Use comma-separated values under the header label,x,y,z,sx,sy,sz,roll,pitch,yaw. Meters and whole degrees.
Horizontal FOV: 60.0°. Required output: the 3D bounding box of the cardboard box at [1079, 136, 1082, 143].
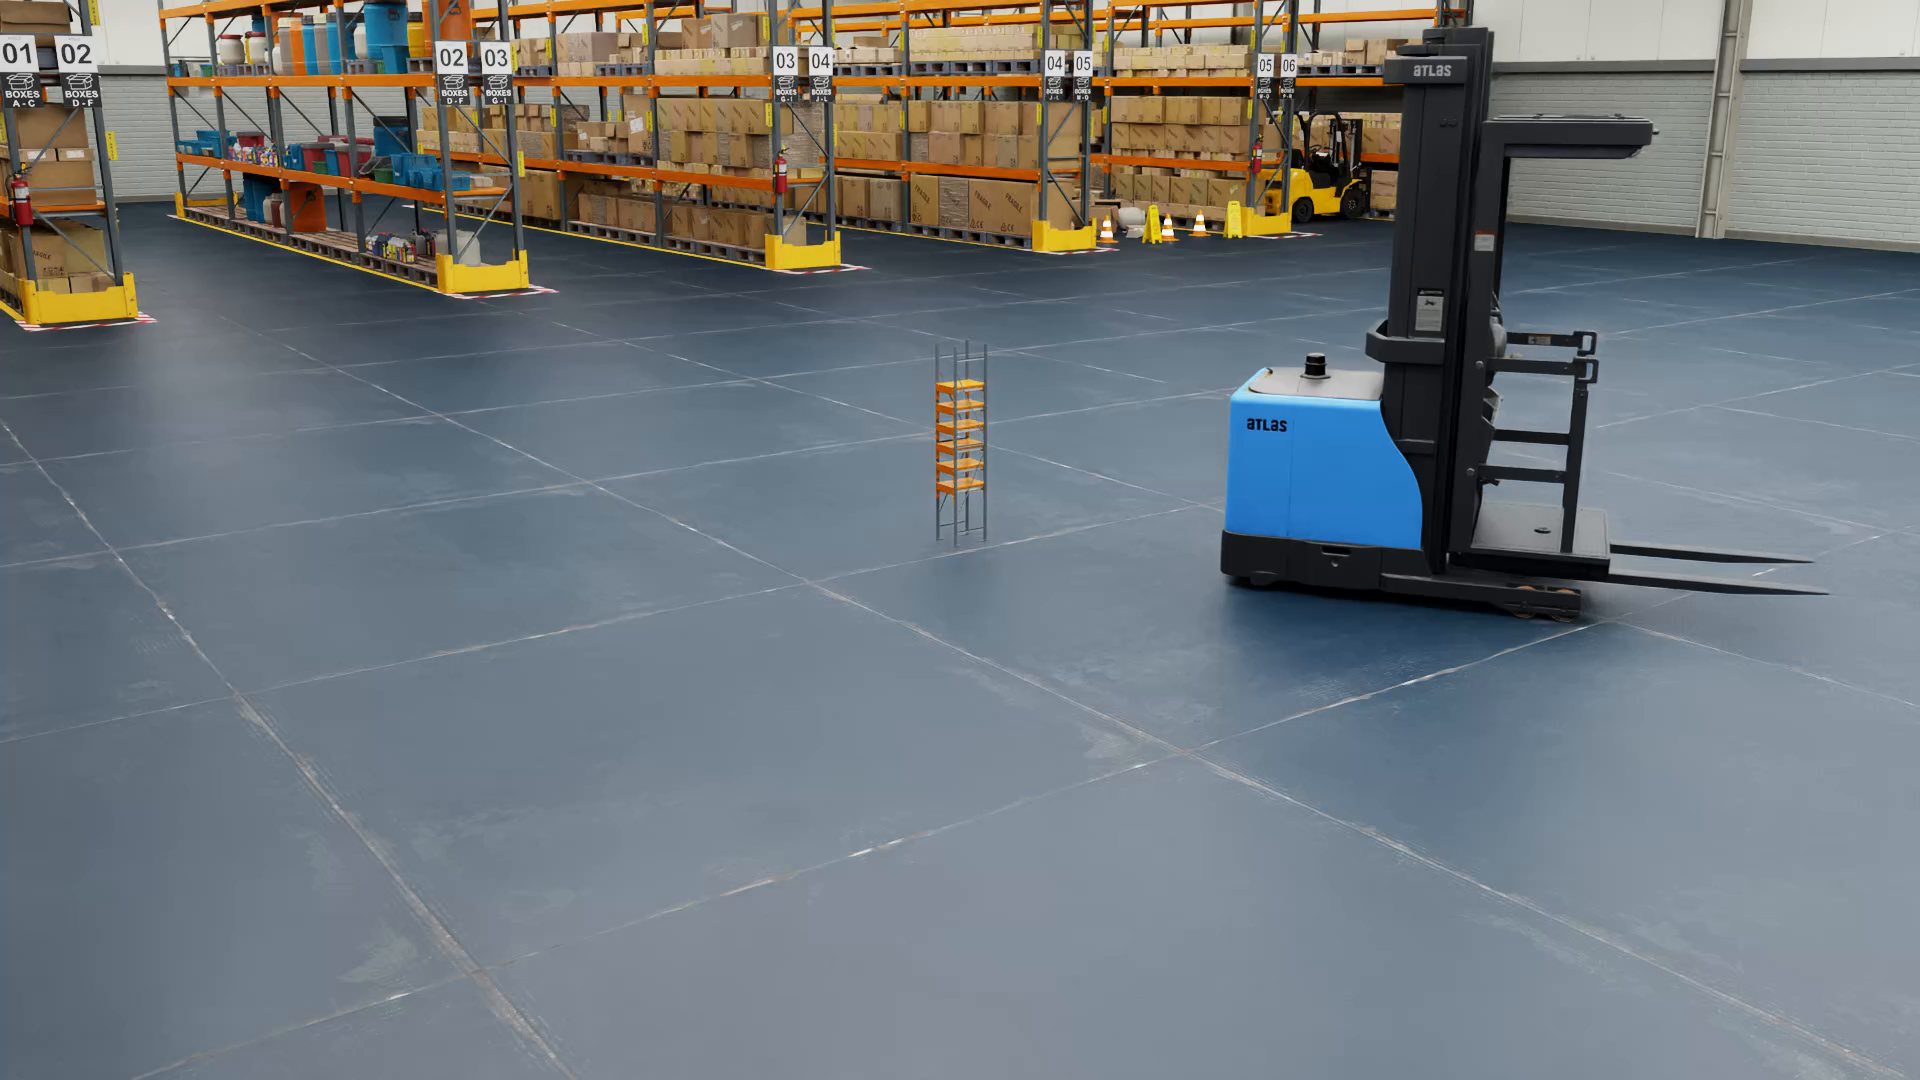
label,x,y,z,sx,sy,sz,roll,pitch,yaw
cardboard box,2.664,-8.191,34.000,0.380,0.149,0.250,-12,19,-36

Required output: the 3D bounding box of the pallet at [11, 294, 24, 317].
label,x,y,z,sx,sy,sz,roll,pitch,yaw
pallet,-10.832,-2.866,20.147,1.003,0.211,1.213,-11,19,-35

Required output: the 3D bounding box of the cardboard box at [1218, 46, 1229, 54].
label,x,y,z,sx,sy,sz,roll,pitch,yaw
cardboard box,4.959,-8.978,30.481,0.380,0.149,0.250,-11,19,-35

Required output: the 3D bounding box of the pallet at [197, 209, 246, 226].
label,x,y,z,sx,sy,sz,roll,pitch,yaw
pallet,-14.581,-6.451,33.247,1.003,0.211,1.213,-11,19,-35

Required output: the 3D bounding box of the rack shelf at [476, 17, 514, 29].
label,x,y,z,sx,sy,sz,roll,pitch,yaw
rack shelf,-10.565,-10.934,35.100,1.077,0.370,4.000,-11,19,-35

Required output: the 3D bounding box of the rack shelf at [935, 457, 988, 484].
label,x,y,z,sx,sy,sz,roll,pitch,yaw
rack shelf,0.009,-0.417,9.950,0.258,0.103,0.180,-11,19,-35

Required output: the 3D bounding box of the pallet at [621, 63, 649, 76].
label,x,y,z,sx,sy,sz,roll,pitch,yaw
pallet,-4.962,-7.950,28.113,1.213,0.211,1.003,-11,19,-35

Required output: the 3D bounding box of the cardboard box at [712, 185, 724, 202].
label,x,y,z,sx,sy,sz,roll,pitch,yaw
cardboard box,-5.098,-7.700,36.465,0.500,0.500,0.500,-10,18,-32

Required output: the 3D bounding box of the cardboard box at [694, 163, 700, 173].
label,x,y,z,sx,sy,sz,roll,pitch,yaw
cardboard box,-4.047,-5.968,26.675,0.380,0.149,0.250,-11,19,-35

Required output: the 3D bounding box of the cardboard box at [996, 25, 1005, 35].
label,x,y,z,sx,sy,sz,roll,pitch,yaw
cardboard box,0.816,-8.483,27.686,0.380,0.149,0.250,-10,18,-34

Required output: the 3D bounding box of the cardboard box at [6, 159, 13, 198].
label,x,y,z,sx,sy,sz,roll,pitch,yaw
cardboard box,-11.213,-4.422,20.362,0.700,0.500,0.500,-11,19,-34

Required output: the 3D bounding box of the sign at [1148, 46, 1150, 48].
label,x,y,z,sx,sy,sz,roll,pitch,yaw
sign,3.765,-9.765,33.411,0.100,0.325,0.005,-11,19,-35

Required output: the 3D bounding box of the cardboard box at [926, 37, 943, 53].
label,x,y,z,sx,sy,sz,roll,pitch,yaw
cardboard box,-0.255,-8.707,29.259,0.500,0.250,0.500,-11,19,-35

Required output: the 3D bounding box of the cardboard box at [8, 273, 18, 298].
label,x,y,z,sx,sy,sz,roll,pitch,yaw
cardboard box,-11.207,-3.104,20.148,0.500,0.250,0.500,-11,19,-35

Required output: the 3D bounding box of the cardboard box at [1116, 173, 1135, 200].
label,x,y,z,sx,sy,sz,roll,pitch,yaw
cardboard box,3.459,-7.053,33.157,0.500,0.500,0.500,-10,18,-32

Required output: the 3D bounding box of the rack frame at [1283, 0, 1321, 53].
label,x,y,z,sx,sy,sz,roll,pitch,yaw
rack frame,7.343,-11.648,35.588,1.000,3.000,0.127,-11,19,-35

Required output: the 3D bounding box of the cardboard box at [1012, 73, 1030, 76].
label,x,y,z,sx,sy,sz,roll,pitch,yaw
cardboard box,1.528,-10.128,35.528,0.700,0.500,0.500,-11,19,-35

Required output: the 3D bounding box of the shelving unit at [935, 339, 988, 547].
label,x,y,z,sx,sy,sz,roll,pitch,yaw
shelving unit,0.009,-0.576,9.906,0.258,1.200,0.189,-11,19,-35

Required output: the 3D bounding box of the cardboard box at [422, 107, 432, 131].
label,x,y,z,sx,sy,sz,roll,pitch,yaw
cardboard box,-11.383,-9.189,36.268,0.500,0.500,0.500,-11,19,-36

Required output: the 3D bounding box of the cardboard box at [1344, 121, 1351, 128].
label,x,y,z,sx,sy,sz,roll,pitch,yaw
cardboard box,8.211,-8.673,34.665,0.380,0.149,0.250,-11,19,-36

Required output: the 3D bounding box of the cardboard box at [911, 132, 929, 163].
label,x,y,z,sx,sy,sz,roll,pitch,yaw
cardboard box,-0.387,-7.189,30.375,0.875,0.550,0.550,-11,19,-35

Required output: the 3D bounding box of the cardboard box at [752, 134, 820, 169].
label,x,y,z,sx,sy,sz,roll,pitch,yaw
cardboard box,-2.635,-5.904,25.213,0.875,0.500,0.500,-11,19,-35

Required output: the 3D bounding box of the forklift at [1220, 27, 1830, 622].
label,x,y,z,sx,sy,sz,roll,pitch,yaw
forklift,3.011,-1.150,8.727,3.031,2.935,1.130,5,16,19

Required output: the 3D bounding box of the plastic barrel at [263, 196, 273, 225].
label,x,y,z,sx,sy,sz,roll,pitch,yaw
plastic barrel,-12.413,-5.983,30.170,0.421,0.512,0.421,0,15,0

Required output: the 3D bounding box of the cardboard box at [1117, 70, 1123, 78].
label,x,y,z,sx,sy,sz,roll,pitch,yaw
cardboard box,3.315,-9.203,32.813,0.380,0.149,0.250,-11,19,-35

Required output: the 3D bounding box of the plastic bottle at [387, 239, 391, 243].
label,x,y,z,sx,sy,sz,roll,pitch,yaw
plastic bottle,-8.325,-4.270,24.329,0.097,0.271,0.097,0,15,0

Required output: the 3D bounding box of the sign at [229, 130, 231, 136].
label,x,y,z,sx,sy,sz,roll,pitch,yaw
sign,-15.312,-8.406,34.798,0.100,0.325,0.005,-11,19,-35

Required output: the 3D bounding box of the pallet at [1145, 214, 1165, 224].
label,x,y,z,sx,sy,sz,roll,pitch,yaw
pallet,3.754,-6.500,33.426,1.003,0.211,1.213,-11,19,-35

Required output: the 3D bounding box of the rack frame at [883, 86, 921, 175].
label,x,y,z,sx,sy,sz,roll,pitch,yaw
rack frame,-1.373,-9.691,39.803,1.000,3.000,0.127,-11,19,-35

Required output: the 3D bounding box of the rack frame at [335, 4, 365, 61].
label,x,y,z,sx,sy,sz,roll,pitch,yaw
rack frame,-8.692,-8.570,24.341,1.000,3.000,0.127,-11,19,-35

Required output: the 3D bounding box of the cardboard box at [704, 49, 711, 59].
label,x,y,z,sx,sy,sz,roll,pitch,yaw
cardboard box,-3.767,-7.572,25.907,0.380,0.149,0.250,-10,18,-33

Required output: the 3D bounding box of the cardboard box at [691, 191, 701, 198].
label,x,y,z,sx,sy,sz,roll,pitch,yaw
cardboard box,-5.824,-7.760,37.351,0.380,0.149,0.250,-11,19,-34

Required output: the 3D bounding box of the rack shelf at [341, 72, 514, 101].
label,x,y,z,sx,sy,sz,roll,pitch,yaw
rack shelf,-7.516,-6.349,23.272,1.077,0.370,4.000,-11,19,-35

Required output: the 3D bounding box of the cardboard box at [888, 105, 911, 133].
label,x,y,z,sx,sy,sz,roll,pitch,yaw
cardboard box,-0.911,-7.829,30.915,0.700,0.500,0.500,-11,19,-35

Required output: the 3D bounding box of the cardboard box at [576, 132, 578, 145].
label,x,y,z,sx,sy,sz,roll,pitch,yaw
cardboard box,-7.103,-7.493,31.583,0.500,0.500,0.500,-10,18,-33

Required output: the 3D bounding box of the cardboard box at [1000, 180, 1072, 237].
label,x,y,z,sx,sy,sz,roll,pitch,yaw
cardboard box,1.286,-5.651,28.272,0.875,0.875,0.875,-11,19,-34

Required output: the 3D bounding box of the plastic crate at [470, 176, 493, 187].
label,x,y,z,sx,sy,sz,roll,pitch,yaw
plastic crate,-6.606,-4.936,22.928,0.298,0.136,0.250,-11,19,-35

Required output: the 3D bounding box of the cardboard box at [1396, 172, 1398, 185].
label,x,y,z,sx,sy,sz,roll,pitch,yaw
cardboard box,9.172,-7.309,33.617,0.500,0.250,0.500,-10,18,-33

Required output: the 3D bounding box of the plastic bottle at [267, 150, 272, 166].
label,x,y,z,sx,sy,sz,roll,pitch,yaw
plastic bottle,-11.930,-6.607,28.777,0.097,0.271,0.097,0,15,0

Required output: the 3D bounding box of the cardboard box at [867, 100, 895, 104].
label,x,y,z,sx,sy,sz,roll,pitch,yaw
cardboard box,-1.874,-10.280,39.870,0.500,0.500,0.500,-11,19,-35

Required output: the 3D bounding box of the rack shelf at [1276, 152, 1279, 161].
label,x,y,z,sx,sy,sz,roll,pitch,yaw
rack shelf,6.168,-8.835,38.035,1.077,0.370,4.000,-11,19,-35

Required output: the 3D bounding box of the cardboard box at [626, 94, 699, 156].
label,x,y,z,sx,sy,sz,roll,pitch,yaw
cardboard box,-5.039,-7.128,28.506,1.000,1.000,1.000,-11,19,-34

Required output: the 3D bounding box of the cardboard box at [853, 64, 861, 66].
label,x,y,z,sx,sy,sz,roll,pitch,yaw
cardboard box,-2.192,-11.722,40.359,0.797,0.503,0.637,-9,18,-30

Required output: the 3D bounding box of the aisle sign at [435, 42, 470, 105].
label,x,y,z,sx,sy,sz,roll,pitch,yaw
aisle sign,-6.538,-6.014,21.444,0.394,0.787,0.004,-11,19,-35

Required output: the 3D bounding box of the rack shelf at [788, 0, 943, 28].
label,x,y,z,sx,sy,sz,roll,pitch,yaw
rack shelf,-1.790,-9.974,31.592,1.077,0.370,4.000,-11,19,-35

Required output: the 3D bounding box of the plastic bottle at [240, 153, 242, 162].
label,x,y,z,sx,sy,sz,roll,pitch,yaw
plastic bottle,-13.056,-6.982,30.280,0.097,0.201,0.097,0,15,0

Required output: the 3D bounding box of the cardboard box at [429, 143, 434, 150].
label,x,y,z,sx,sy,sz,roll,pitch,yaw
cardboard box,-11.342,-8.595,36.271,0.380,0.149,0.250,-11,19,-35

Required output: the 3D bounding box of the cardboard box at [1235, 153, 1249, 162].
label,x,y,z,sx,sy,sz,roll,pitch,yaw
cardboard box,5.290,-7.055,30.645,0.380,0.149,0.250,-10,18,-33

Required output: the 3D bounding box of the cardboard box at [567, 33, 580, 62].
label,x,y,z,sx,sy,sz,roll,pitch,yaw
cardboard box,-6.674,-8.786,29.677,0.500,0.500,0.500,-11,19,-34

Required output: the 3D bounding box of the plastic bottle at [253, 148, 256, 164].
label,x,y,z,sx,sy,sz,roll,pitch,yaw
plastic bottle,-12.486,-6.806,29.483,0.061,0.283,0.133,-11,19,-35

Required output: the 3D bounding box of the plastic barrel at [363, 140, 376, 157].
label,x,y,z,sx,sy,sz,roll,pitch,yaw
plastic barrel,-9.077,-5.980,25.986,0.433,0.535,0.433,0,15,0

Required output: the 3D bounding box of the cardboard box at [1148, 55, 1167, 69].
label,x,y,z,sx,sy,sz,roll,pitch,yaw
cardboard box,3.963,-9.147,31.853,0.500,0.250,0.500,-11,19,-34
